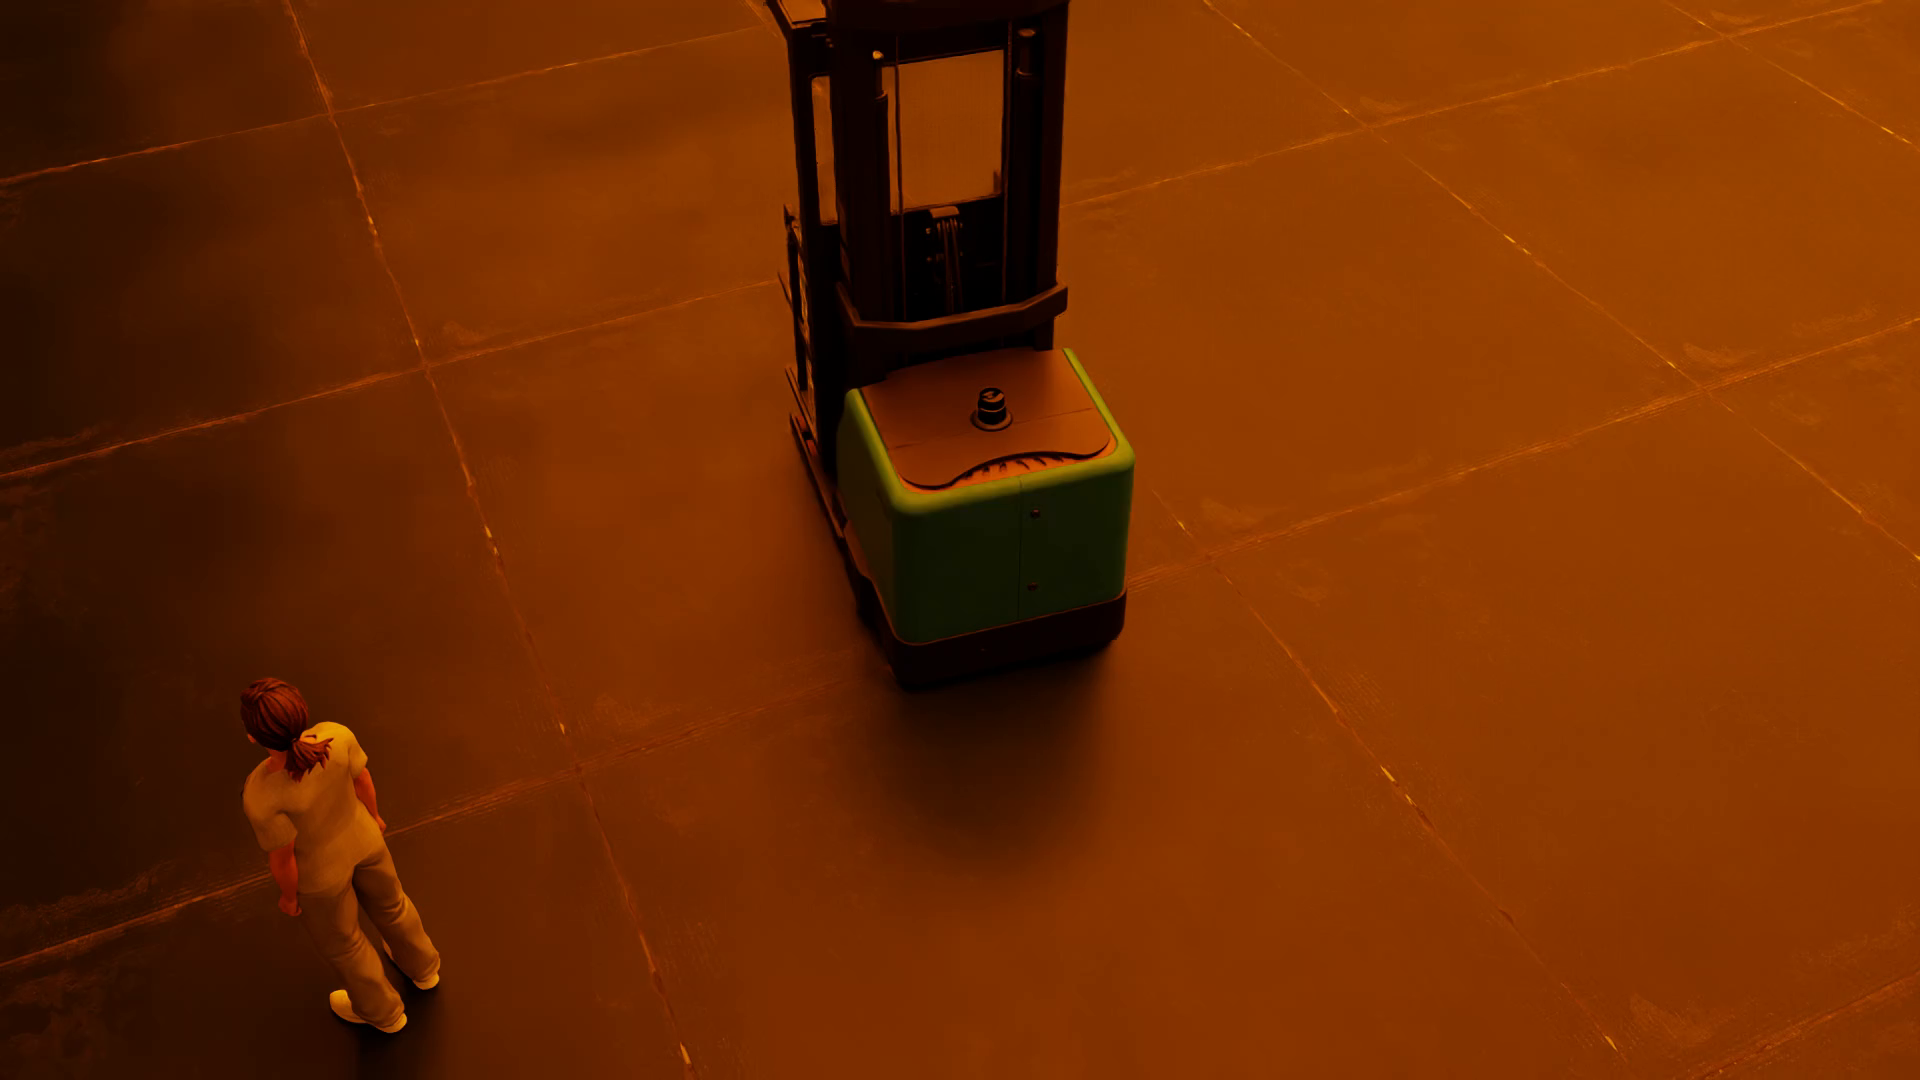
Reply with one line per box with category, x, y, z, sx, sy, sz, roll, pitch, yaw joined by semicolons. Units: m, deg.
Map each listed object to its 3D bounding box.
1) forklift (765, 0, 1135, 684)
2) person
forklift;-0.211;-1.481;7.267;1.130;2.935;3.031;-12;44;-13
person;-2.070;1.048;5.480;0.369;1.673;0.437;22;47;22
